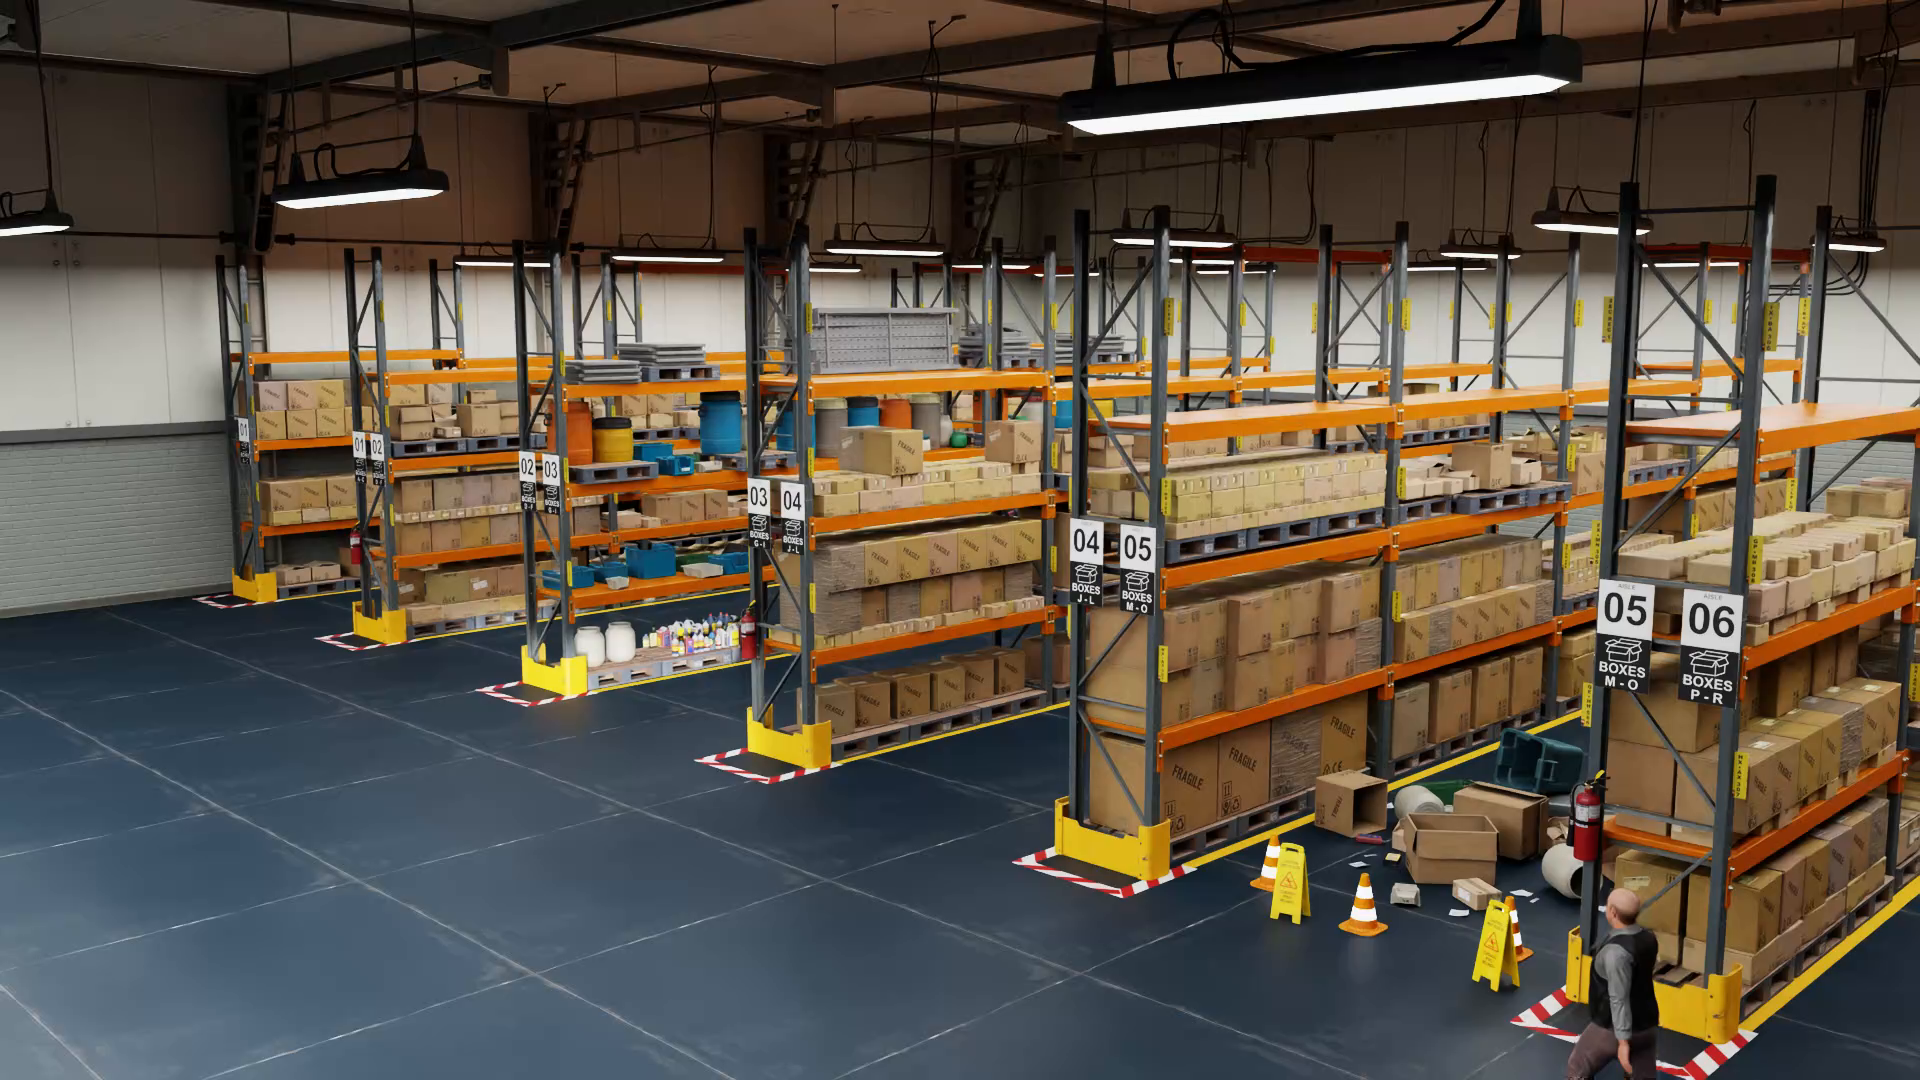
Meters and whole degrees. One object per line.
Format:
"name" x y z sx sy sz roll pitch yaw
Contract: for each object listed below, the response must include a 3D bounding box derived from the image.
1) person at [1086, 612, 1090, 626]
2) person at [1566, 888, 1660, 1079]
"person" 1.934 0.690 24.844 0.591 1.540 0.627 4 9 26
"person" 4.085 2.916 9.978 0.587 1.618 0.865 -7 10 -39
